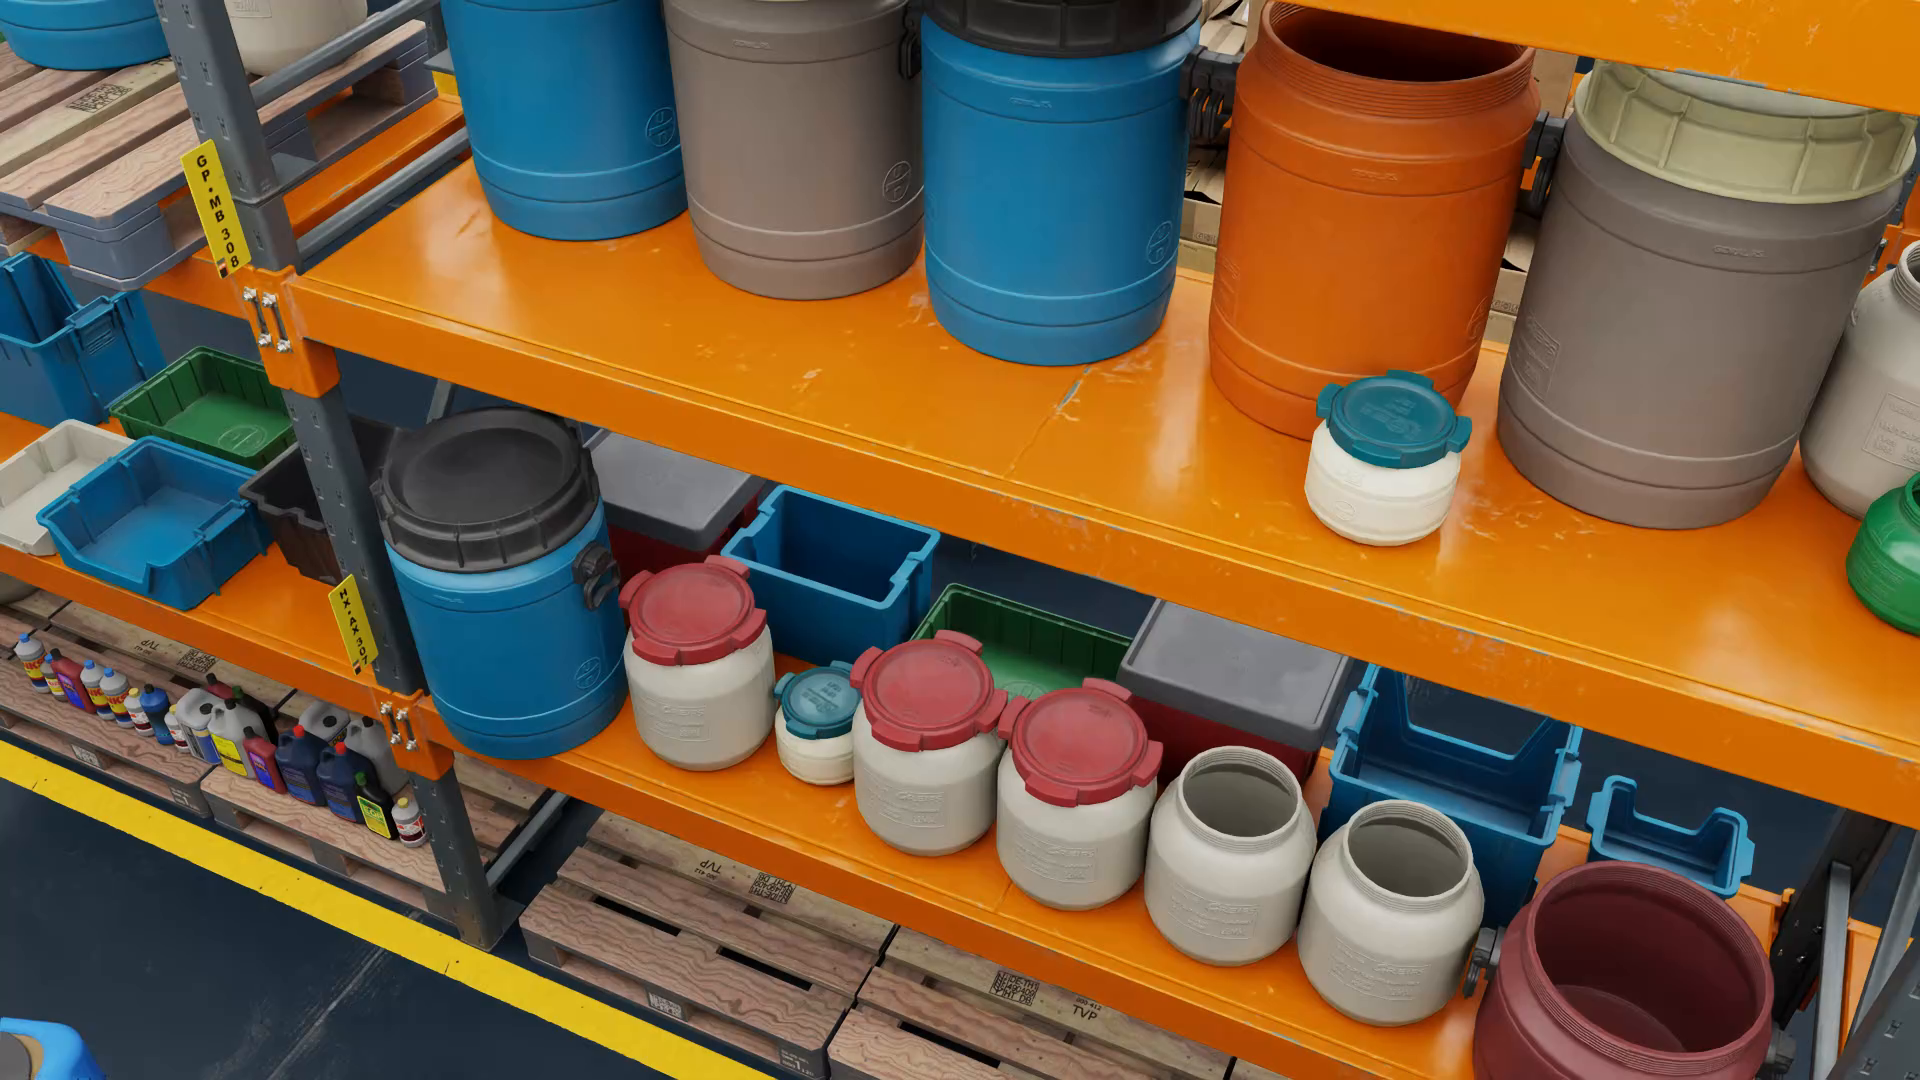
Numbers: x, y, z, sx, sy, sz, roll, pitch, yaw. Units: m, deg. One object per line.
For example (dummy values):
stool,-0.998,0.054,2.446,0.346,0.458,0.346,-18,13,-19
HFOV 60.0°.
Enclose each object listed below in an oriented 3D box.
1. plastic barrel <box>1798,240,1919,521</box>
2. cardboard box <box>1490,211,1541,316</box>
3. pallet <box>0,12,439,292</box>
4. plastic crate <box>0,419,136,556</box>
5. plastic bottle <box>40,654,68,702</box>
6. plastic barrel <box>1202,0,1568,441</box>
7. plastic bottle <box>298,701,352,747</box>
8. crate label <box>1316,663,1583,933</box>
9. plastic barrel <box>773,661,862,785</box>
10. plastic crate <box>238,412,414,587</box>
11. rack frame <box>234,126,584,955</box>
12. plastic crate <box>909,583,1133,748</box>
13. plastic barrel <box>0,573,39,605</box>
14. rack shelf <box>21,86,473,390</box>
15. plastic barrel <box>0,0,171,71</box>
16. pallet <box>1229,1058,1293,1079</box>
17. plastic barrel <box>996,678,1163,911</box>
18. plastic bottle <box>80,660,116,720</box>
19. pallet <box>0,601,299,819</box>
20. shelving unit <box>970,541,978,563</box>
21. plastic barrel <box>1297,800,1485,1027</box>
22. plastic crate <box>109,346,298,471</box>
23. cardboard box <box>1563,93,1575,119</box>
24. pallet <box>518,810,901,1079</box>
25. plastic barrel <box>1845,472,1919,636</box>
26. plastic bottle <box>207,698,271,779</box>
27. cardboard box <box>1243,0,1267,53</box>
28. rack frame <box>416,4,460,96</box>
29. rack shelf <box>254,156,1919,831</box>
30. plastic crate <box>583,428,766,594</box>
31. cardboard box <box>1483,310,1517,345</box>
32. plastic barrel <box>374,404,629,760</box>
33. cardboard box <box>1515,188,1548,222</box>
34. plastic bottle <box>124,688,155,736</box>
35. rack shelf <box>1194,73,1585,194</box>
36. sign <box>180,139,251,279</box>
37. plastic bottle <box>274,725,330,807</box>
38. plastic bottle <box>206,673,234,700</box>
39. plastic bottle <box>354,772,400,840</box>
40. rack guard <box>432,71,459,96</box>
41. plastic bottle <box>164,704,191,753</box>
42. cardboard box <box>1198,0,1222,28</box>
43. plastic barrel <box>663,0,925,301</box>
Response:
plastic barrel,1.950,-0.305,3.321,0.421,0.512,0.421,0,41,0
cardboard box,2.691,-1.413,8.324,0.500,0.311,0.500,17,44,18
pallet,-2.218,-1.173,4.552,1.003,0.211,1.213,17,44,19
plastic crate,-3.101,-0.169,5.740,0.437,0.136,0.530,17,44,19
plastic bottle,-3.543,0.530,6.533,0.097,0.201,0.097,0,41,0
plastic barrel,0.857,-0.695,3.527,0.708,0.830,0.600,17,44,19
plastic bottle,-2.362,0.738,6.236,0.135,0.276,0.152,17,44,19
crate label,1.316,0.689,4.522,0.616,0.435,0.502,17,44,19
plastic barrel,-0.388,0.540,4.826,0.301,0.262,0.301,0,41,0
plastic crate,-1.943,-0.167,5.583,0.504,0.338,0.767,17,44,19
rack frame,-1.523,0.030,5.309,0.127,3.000,1.000,17,44,19
plastic crate,0.175,0.425,5.015,0.662,0.188,0.450,17,44,19
plastic barrel,-4.065,-0.020,6.946,0.421,0.512,0.421,0,41,0
rack shelf,-3.335,-1.385,5.201,4.000,0.370,1.077,17,44,19
plastic barrel,-2.380,-1.790,4.416,0.708,0.901,0.600,17,44,19
pallet,1.416,1.954,5.218,1.213,0.211,1.003,17,44,19
plastic barrel,0.308,0.697,4.436,0.433,0.535,0.433,0,41,0
plastic bottle,-3.326,0.569,6.434,0.097,0.271,0.097,0,41,0
pallet,-3.223,0.536,6.854,1.213,0.211,1.003,17,44,19
shelving unit,0.007,-0.338,7.337,0.210,0.900,0.258,17,44,19
plastic barrel,1.080,0.938,4.176,0.421,0.512,0.421,0,41,0
plastic crate,-2.634,-0.433,6.005,0.662,0.188,0.450,17,44,19
cardboard box,3.020,-2.026,7.873,0.250,0.149,0.380,20,45,22
pallet,-0.795,1.279,5.998,1.213,0.211,1.003,17,44,19
plastic barrel,1.857,0.025,3.143,0.294,0.245,0.294,0,41,0
plastic bottle,-2.695,0.715,6.205,0.185,0.351,0.144,17,44,18
cardboard box,1.741,-2.578,8.242,0.500,0.500,0.500,20,45,22
rack frame,-3.050,-4.016,9.977,0.127,3.000,1.000,17,44,19
rack shelf,0.290,-0.277,3.923,4.000,0.370,1.077,17,44,19
plastic crate,-0.955,-0.041,5.342,0.583,0.464,0.402,17,44,19
cardboard box,2.697,-1.203,8.511,0.500,0.250,0.500,18,44,20
plastic barrel,-1.301,0.128,4.814,0.708,0.901,0.600,17,44,19
cardboard box,2.908,-1.735,8.696,0.500,0.311,0.500,16,43,17
plastic bottle,-3.145,0.651,6.393,0.097,0.201,0.097,0,41,0
rack shelf,2.387,-2.083,8.296,4.000,0.370,1.077,17,44,19
sign,-1.765,-0.783,3.950,0.005,0.325,0.100,17,44,19
plastic bottle,-2.402,0.805,6.102,0.185,0.351,0.144,15,43,17
plastic bottle,-2.796,0.630,6.355,0.133,0.283,0.061,17,44,19
plastic bottle,-2.098,0.953,5.982,0.133,0.283,0.061,19,44,21
rack guard,-3.072,-3.078,10.804,0.348,0.500,1.175,17,44,19
plastic bottle,-2.959,0.708,6.328,0.097,0.201,0.097,0,41,0
cardboard box,1.040,-2.741,8.621,0.500,0.250,0.500,20,45,21
plastic barrel,-0.377,-1.099,3.939,0.600,0.901,0.600,0,41,0
